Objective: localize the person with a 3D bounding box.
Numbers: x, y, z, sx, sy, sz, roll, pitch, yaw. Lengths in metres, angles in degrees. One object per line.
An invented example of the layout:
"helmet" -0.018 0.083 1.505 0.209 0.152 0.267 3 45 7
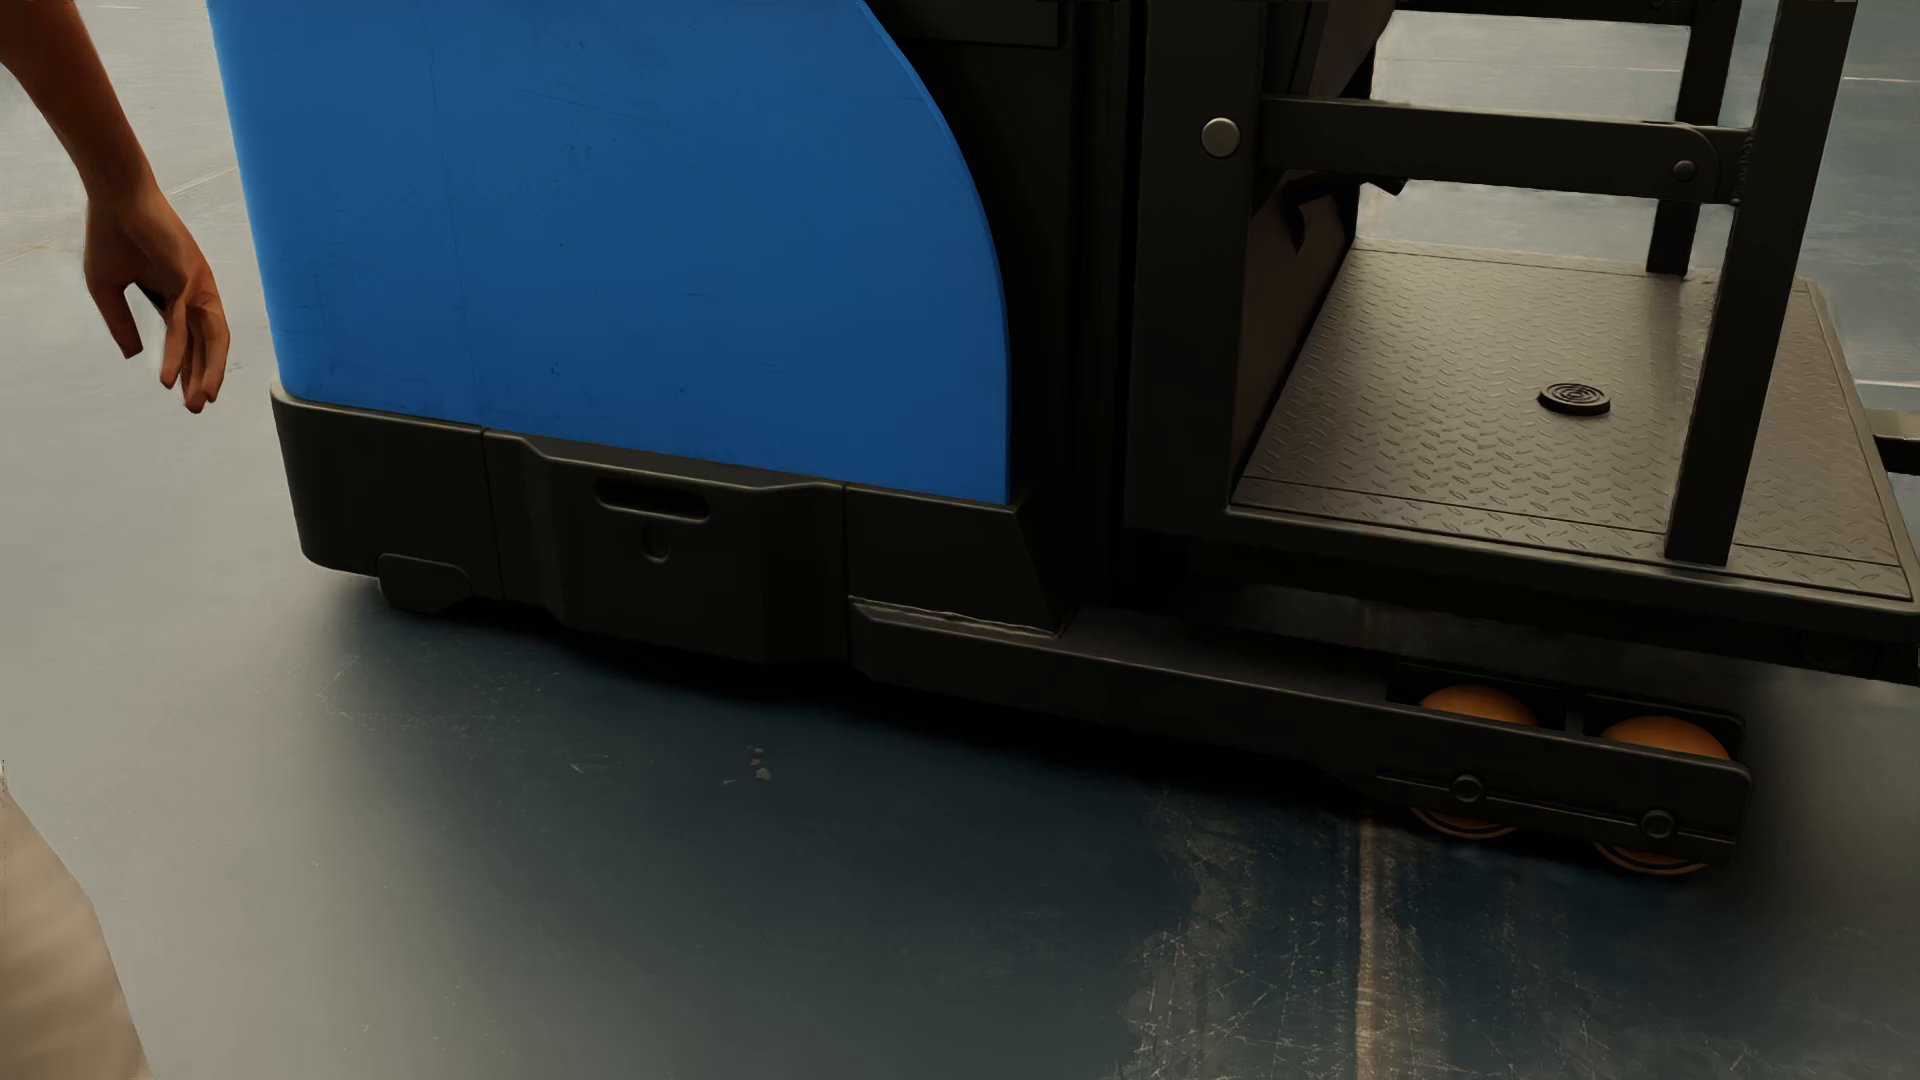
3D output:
"person" -0.807 -0.076 0.884 0.427 1.634 0.796 18 32 32

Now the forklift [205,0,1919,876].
"forklift" 0.648 -1.219 1.662 3.031 2.935 1.130 9 28 17
